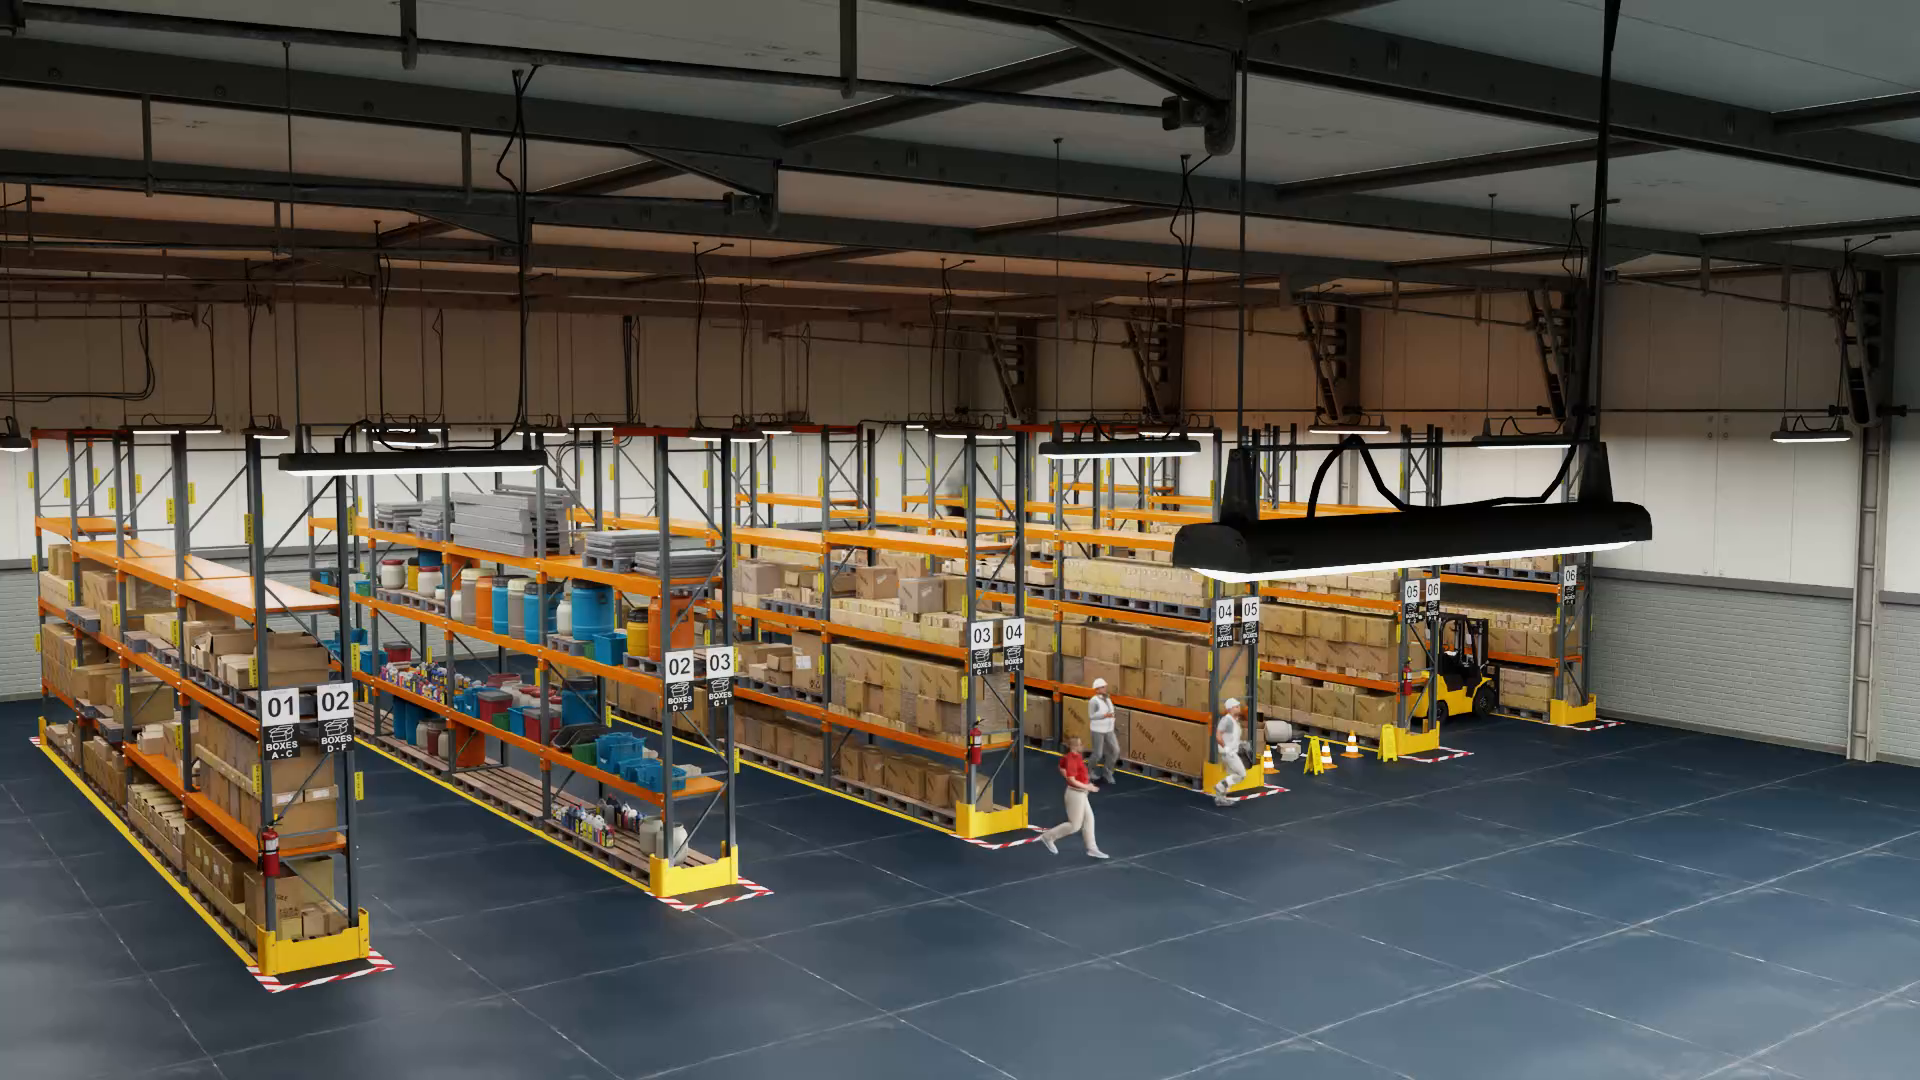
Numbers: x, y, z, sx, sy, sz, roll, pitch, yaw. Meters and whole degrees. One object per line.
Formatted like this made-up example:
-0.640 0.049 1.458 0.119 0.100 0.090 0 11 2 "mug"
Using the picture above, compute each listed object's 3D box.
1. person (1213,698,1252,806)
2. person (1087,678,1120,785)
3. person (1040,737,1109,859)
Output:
4.350 3.393 26.555 0.563 1.737 0.646 2 5 20 "person"
2.417 3.246 28.107 0.637 1.814 0.711 -4 6 -40 "person"
1.620 3.640 23.451 0.971 1.725 0.692 0 4 4 "person"
